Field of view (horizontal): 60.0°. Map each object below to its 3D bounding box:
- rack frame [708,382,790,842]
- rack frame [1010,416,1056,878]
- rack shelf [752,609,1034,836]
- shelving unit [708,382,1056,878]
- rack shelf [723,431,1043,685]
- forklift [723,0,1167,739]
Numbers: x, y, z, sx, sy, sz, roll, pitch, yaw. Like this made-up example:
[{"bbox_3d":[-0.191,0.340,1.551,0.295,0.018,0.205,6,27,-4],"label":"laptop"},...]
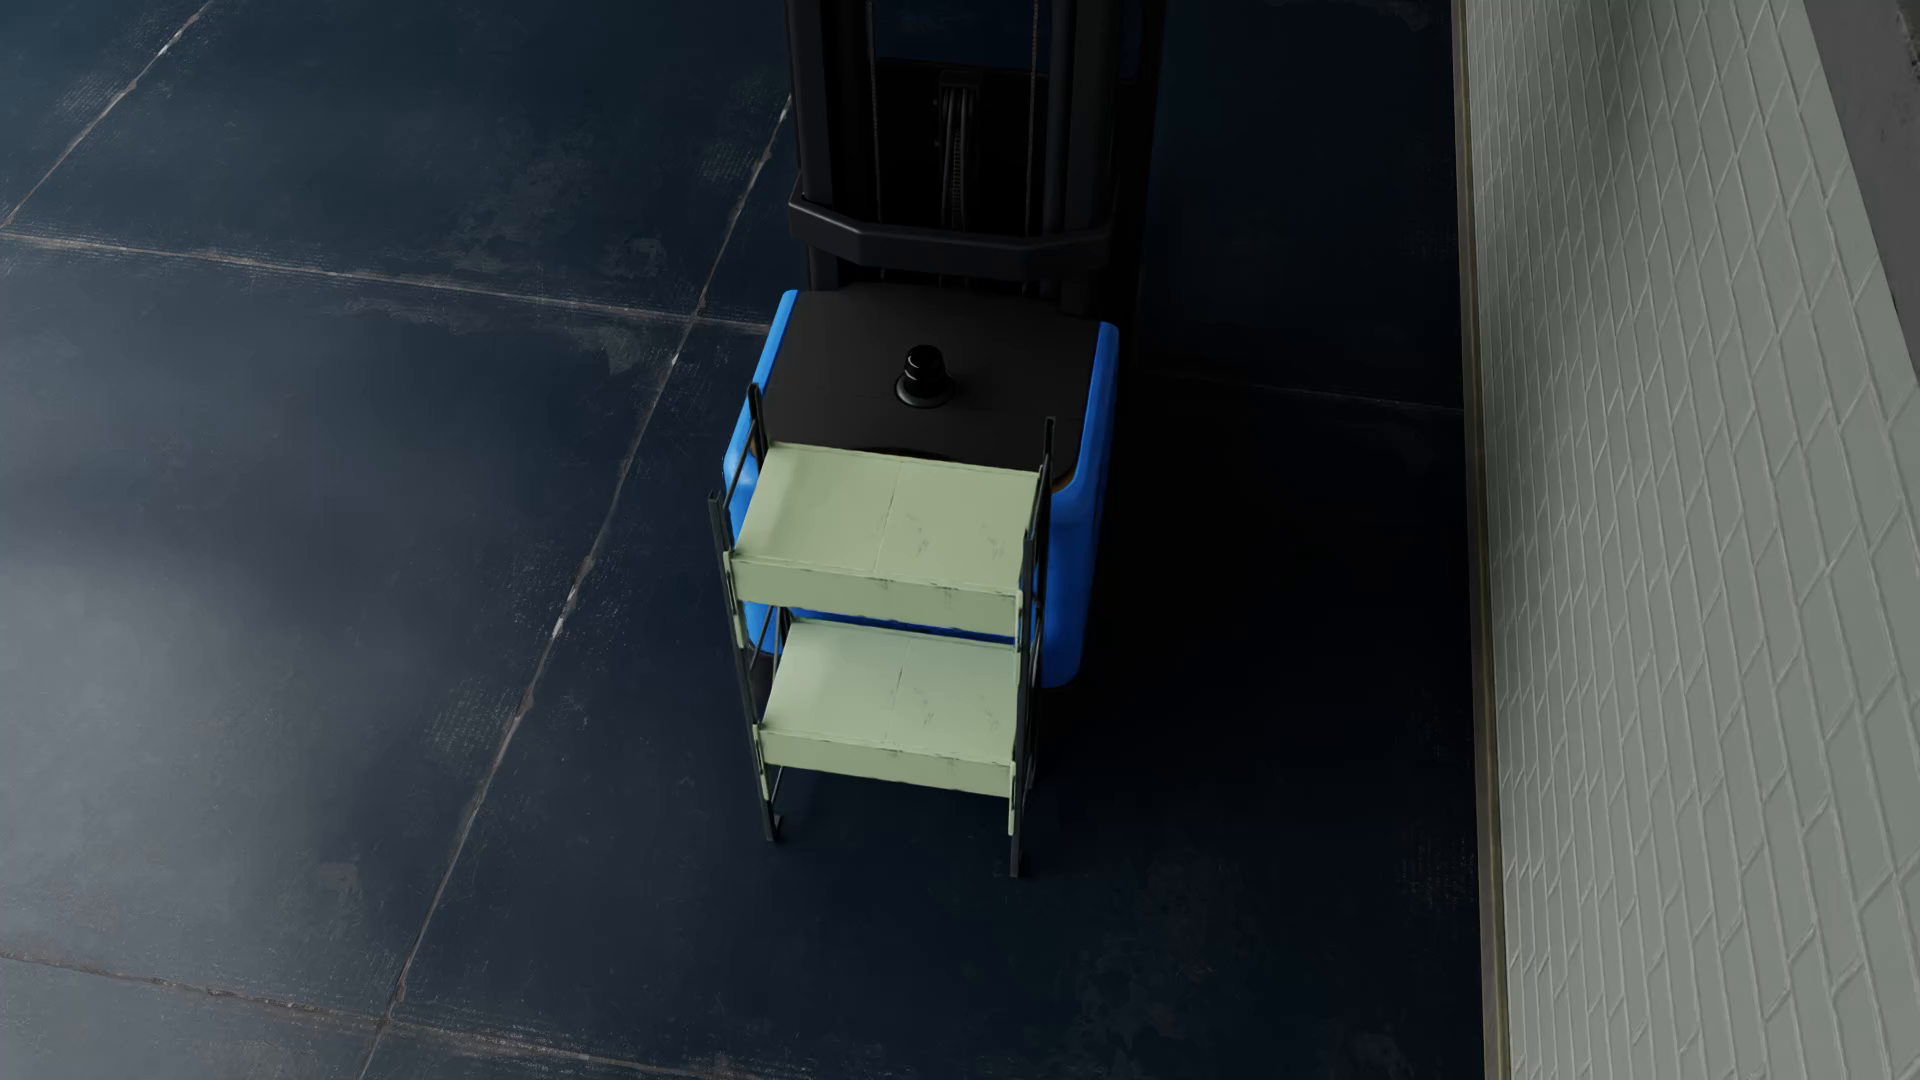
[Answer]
[{"bbox_3d":[-0.533,0.255,4.508,0.023,1.500,0.400,7,49,6],"label":"rack frame"},{"bbox_3d":[0.189,0.345,4.427,0.023,1.500,0.400,7,49,6],"label":"rack frame"},{"bbox_3d":[-0.172,0.514,4.713,0.720,0.370,0.431,7,49,6],"label":"rack shelf"},{"bbox_3d":[-0.172,0.300,4.467,0.755,1.500,0.431,7,49,6],"label":"shelving unit"},{"bbox_3d":[-0.174,0.044,4.173,0.720,0.370,0.431,7,49,6],"label":"rack shelf"},{"bbox_3d":[0.078,-1.484,5.113,1.130,2.935,3.031,7,48,6],"label":"forklift"}]
